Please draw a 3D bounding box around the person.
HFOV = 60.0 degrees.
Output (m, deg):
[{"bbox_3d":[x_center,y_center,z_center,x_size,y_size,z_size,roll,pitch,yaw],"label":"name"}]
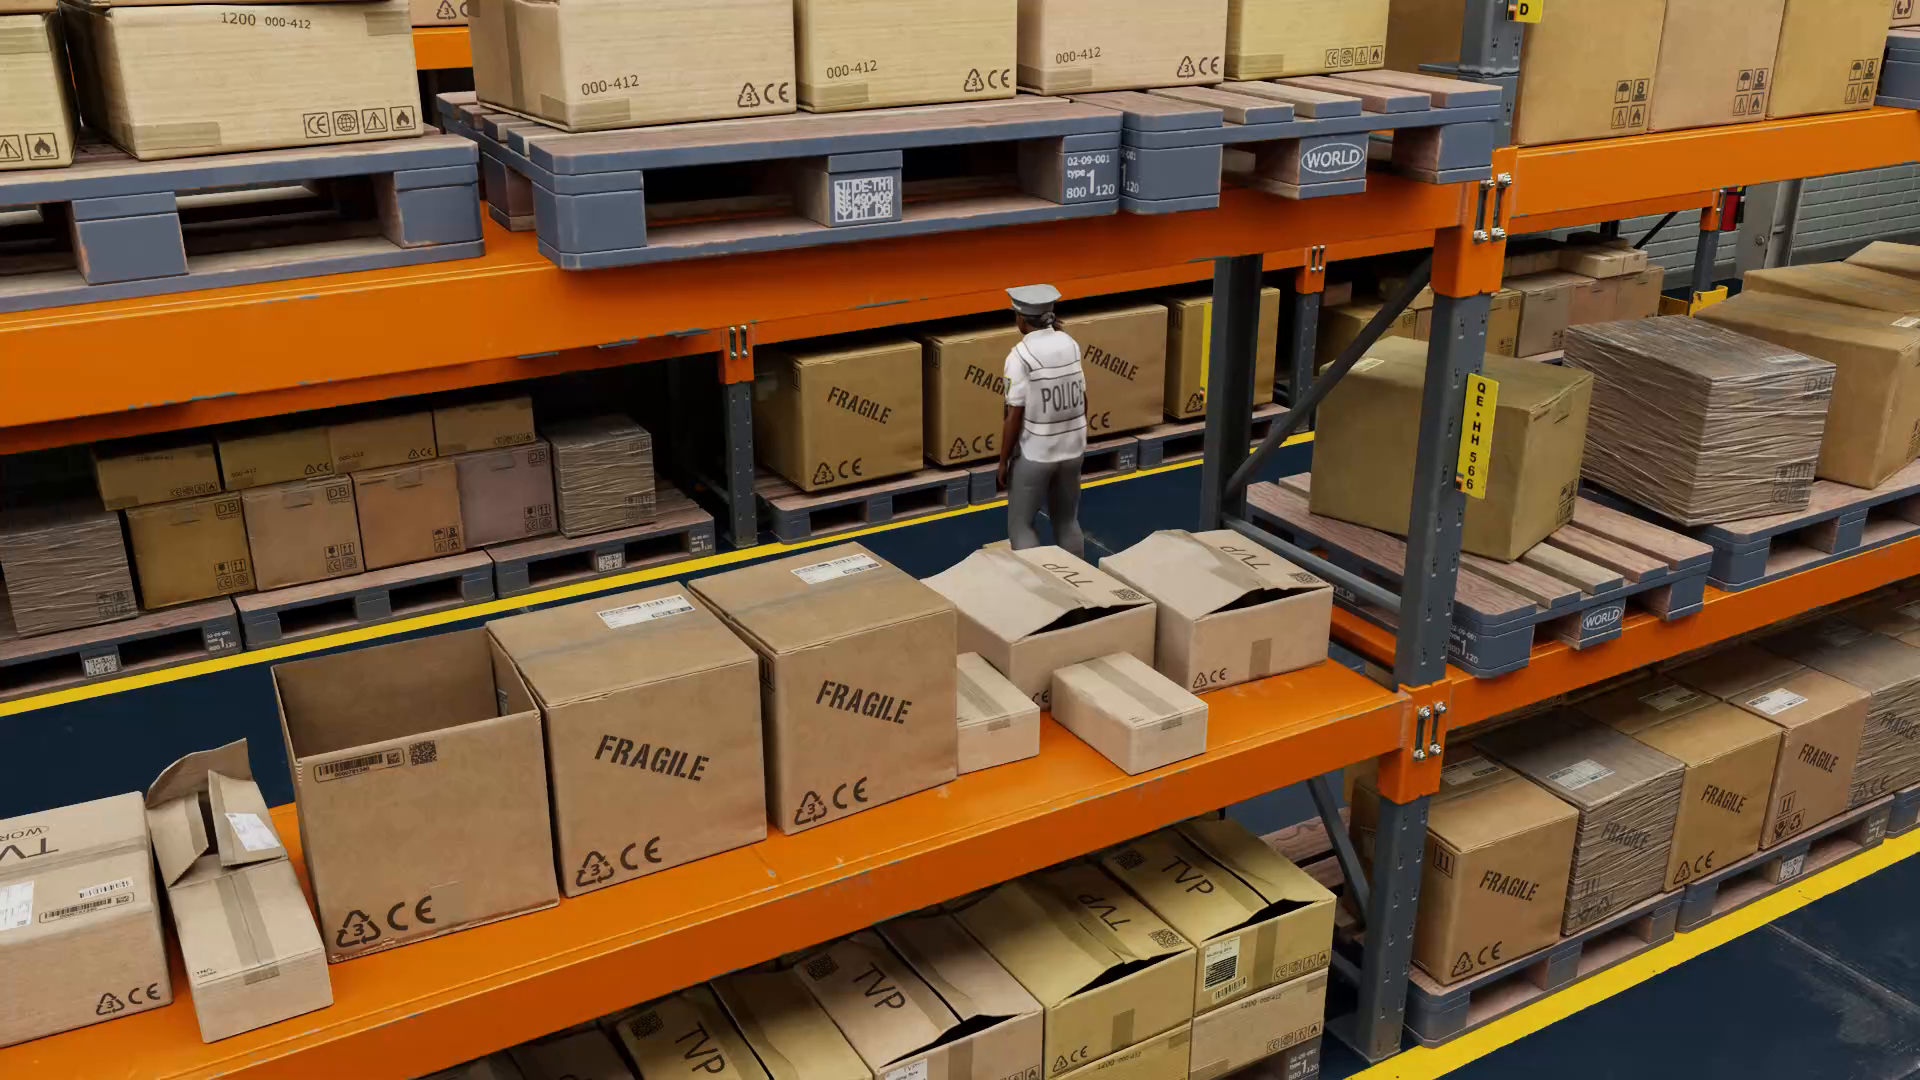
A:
[{"bbox_3d":[0.412,-0.424,8.139,0.532,1.663,0.394,-14,26,-31],"label":"person"}]
